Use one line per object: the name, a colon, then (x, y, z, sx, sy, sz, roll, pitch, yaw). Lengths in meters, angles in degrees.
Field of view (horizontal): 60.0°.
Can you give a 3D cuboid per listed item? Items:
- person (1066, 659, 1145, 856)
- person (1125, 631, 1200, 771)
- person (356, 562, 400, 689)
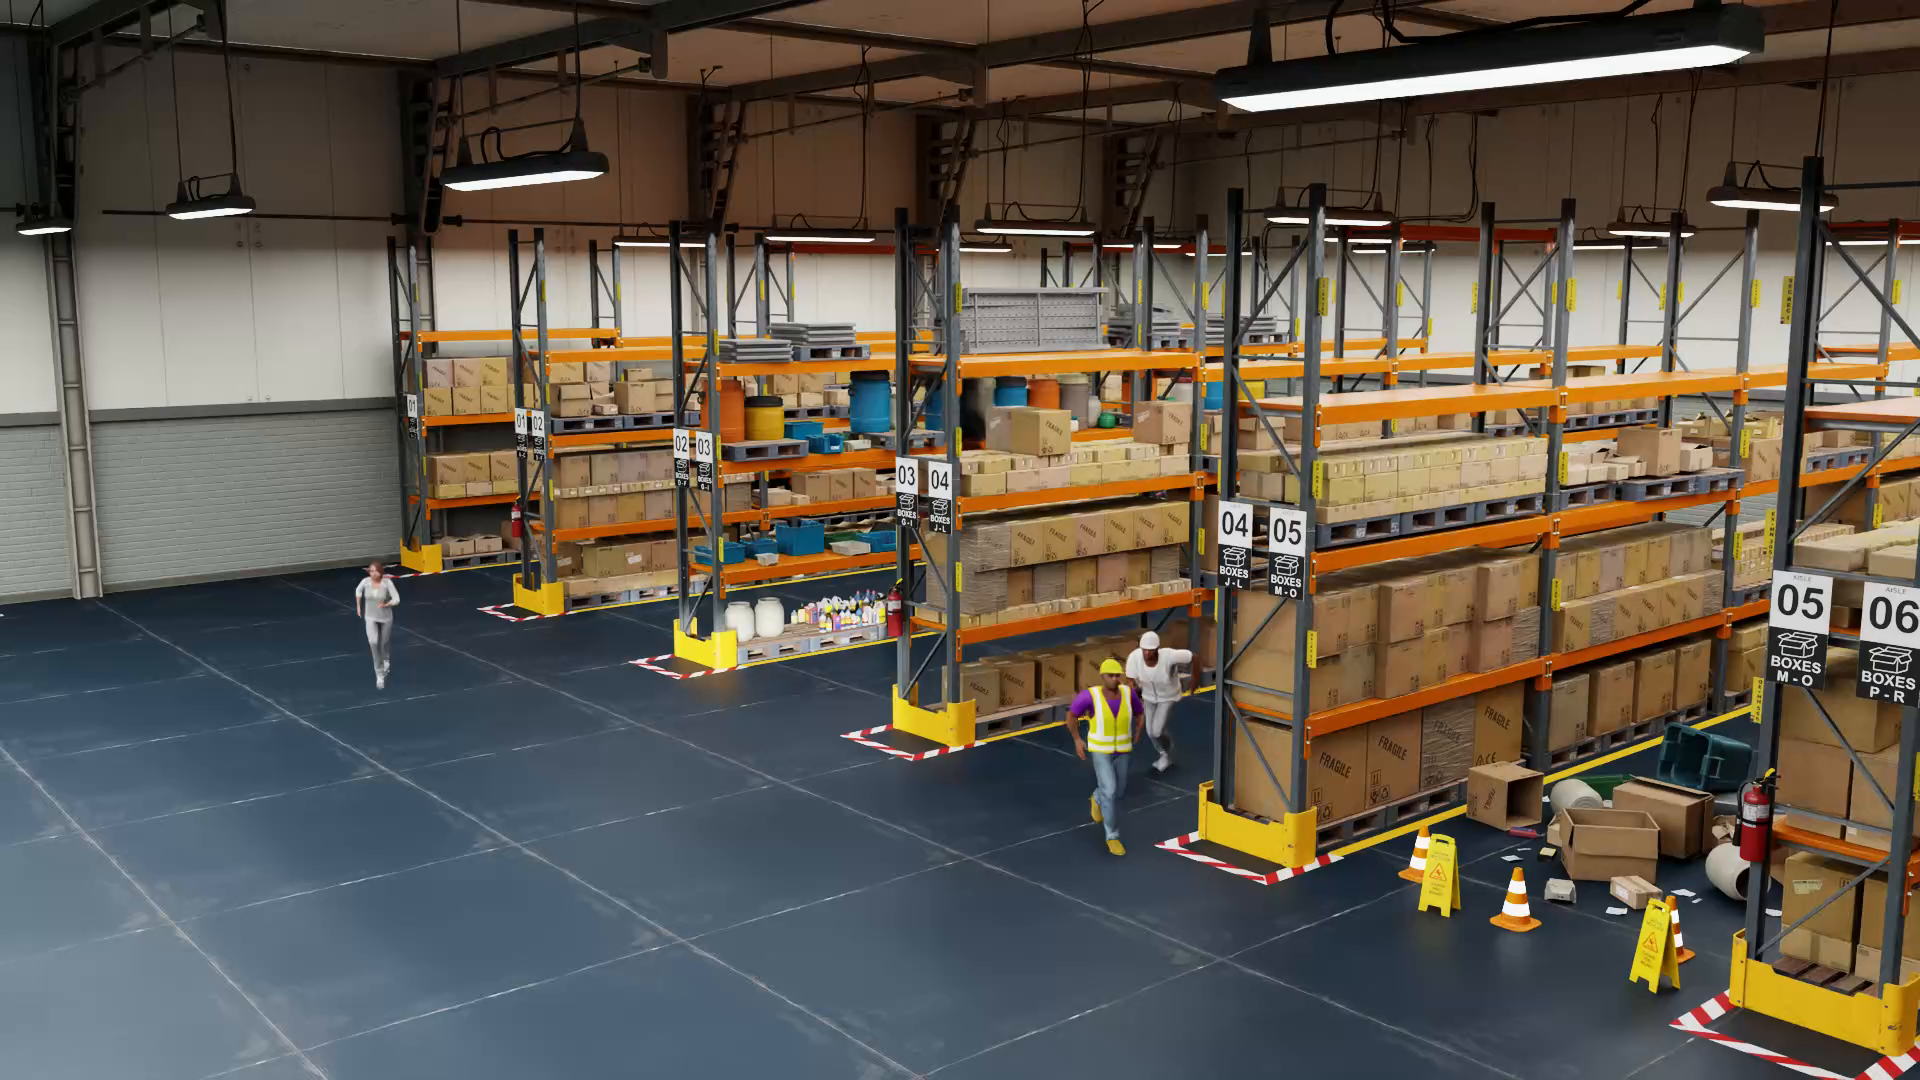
person: (1.380, 1.960, 15.451, 0.732, 1.769, 0.851, -3, 9, -17)
person: (2.117, 1.699, 17.458, 0.739, 1.591, 0.912, 5, 10, 27)
person: (-7.569, 1.077, 21.678, 0.557, 1.594, 0.873, -2, 9, -13)
